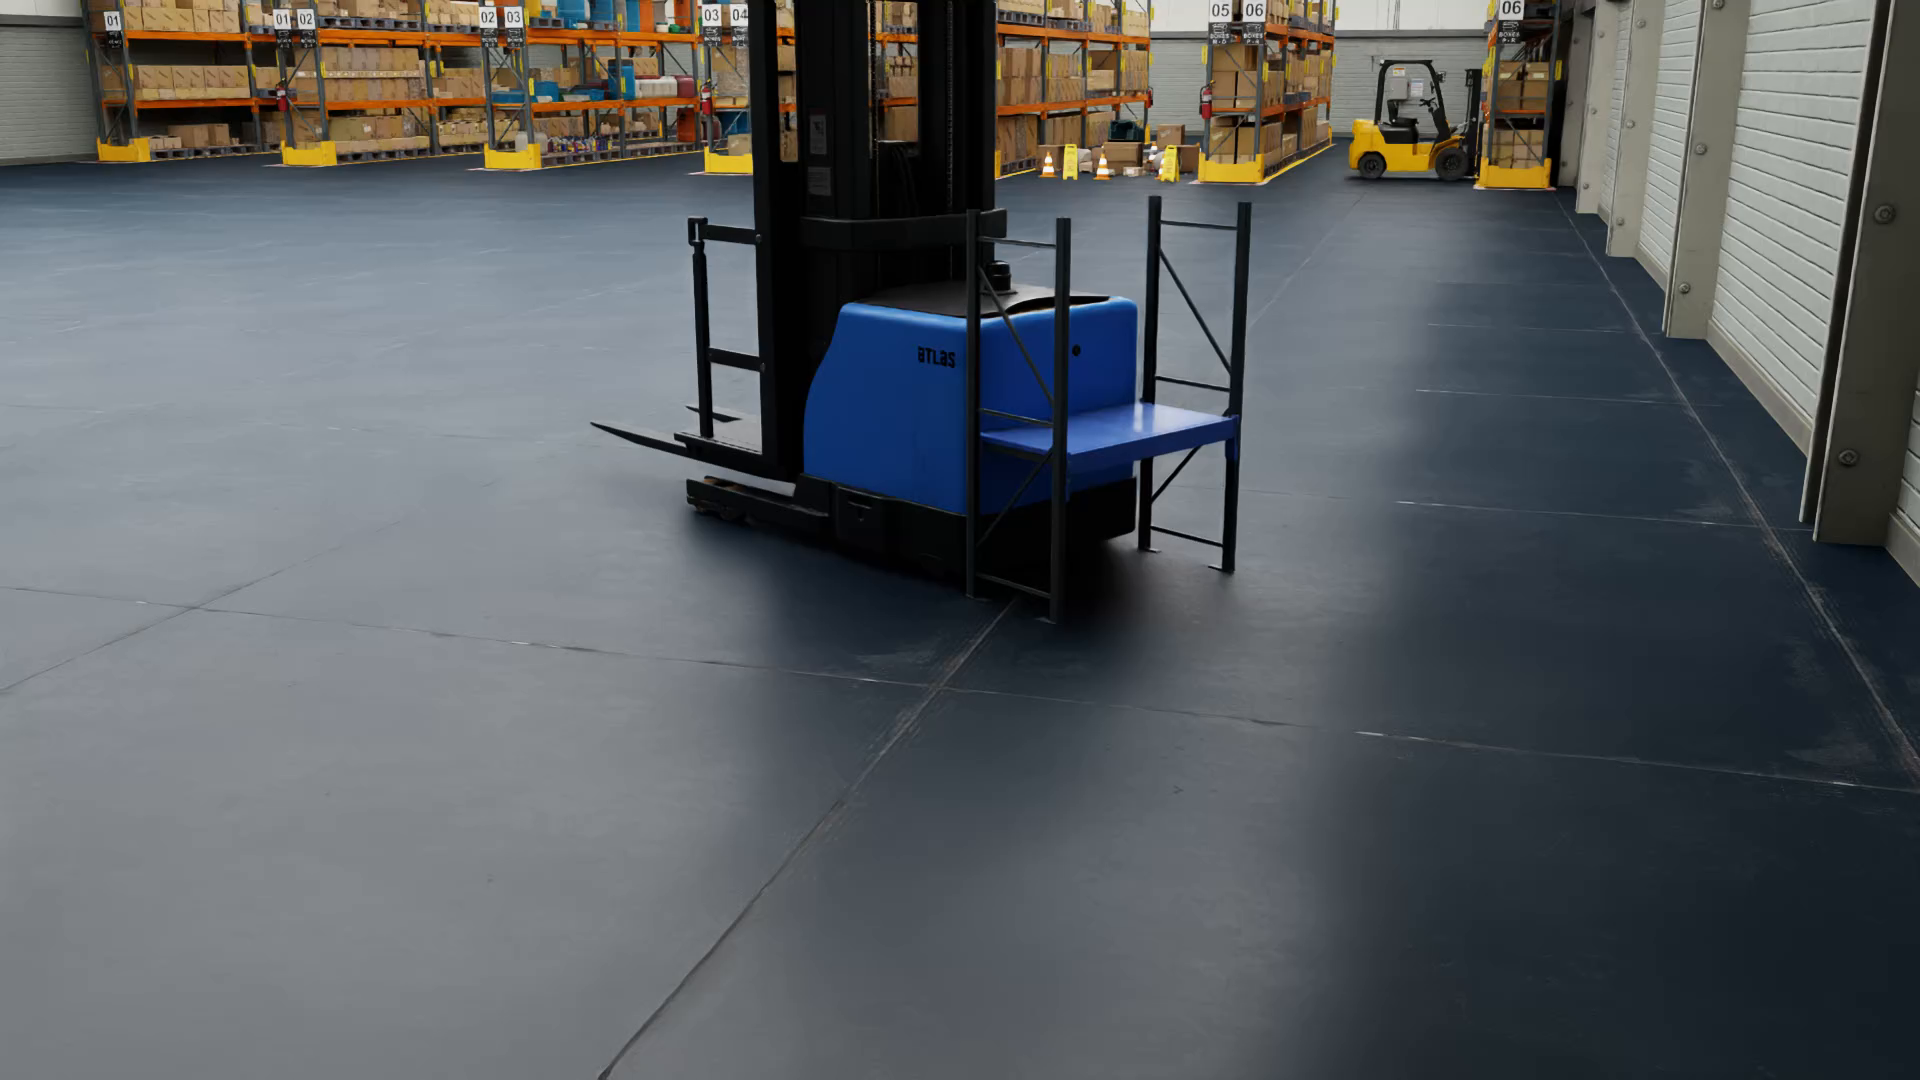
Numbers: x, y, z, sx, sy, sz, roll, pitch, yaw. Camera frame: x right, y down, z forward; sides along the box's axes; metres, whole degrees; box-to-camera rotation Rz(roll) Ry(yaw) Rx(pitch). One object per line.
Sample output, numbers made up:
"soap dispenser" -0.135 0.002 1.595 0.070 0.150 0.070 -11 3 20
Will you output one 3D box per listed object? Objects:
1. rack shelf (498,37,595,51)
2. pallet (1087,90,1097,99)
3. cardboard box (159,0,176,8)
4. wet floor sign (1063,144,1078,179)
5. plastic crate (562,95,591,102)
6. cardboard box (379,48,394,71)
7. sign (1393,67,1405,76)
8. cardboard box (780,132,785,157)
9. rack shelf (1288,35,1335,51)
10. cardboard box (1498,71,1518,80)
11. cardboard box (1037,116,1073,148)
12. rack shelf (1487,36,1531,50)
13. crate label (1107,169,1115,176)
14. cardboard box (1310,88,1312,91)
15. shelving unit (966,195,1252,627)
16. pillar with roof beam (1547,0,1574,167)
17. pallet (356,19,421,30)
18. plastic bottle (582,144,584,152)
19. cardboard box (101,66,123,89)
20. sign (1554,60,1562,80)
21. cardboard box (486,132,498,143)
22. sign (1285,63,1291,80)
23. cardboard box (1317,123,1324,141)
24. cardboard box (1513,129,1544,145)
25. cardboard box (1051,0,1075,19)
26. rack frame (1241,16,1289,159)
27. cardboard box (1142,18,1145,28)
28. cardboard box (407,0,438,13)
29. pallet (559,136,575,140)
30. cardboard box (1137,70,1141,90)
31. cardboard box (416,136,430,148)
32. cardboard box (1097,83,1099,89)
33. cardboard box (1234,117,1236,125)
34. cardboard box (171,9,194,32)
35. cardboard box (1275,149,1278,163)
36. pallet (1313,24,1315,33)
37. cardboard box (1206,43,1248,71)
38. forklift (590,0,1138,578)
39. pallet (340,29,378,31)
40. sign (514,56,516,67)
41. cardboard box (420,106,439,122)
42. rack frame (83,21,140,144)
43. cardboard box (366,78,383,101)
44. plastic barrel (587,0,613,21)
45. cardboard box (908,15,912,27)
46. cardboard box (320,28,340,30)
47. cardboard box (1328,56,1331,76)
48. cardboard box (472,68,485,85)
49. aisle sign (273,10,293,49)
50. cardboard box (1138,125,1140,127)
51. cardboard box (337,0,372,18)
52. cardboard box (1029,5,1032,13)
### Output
"rack shelf" -11.198 -13.278 44.465 1.077 0.370 4.000 5 16 16
"pallet" 2.558 -10.579 39.483 1.213 0.211 1.003 5 16 16
"cardboard box" -18.122 -12.273 37.555 0.500 0.500 0.500 5 17 17
"wet floor sign" 2.074 -7.090 31.144 0.267 0.644 0.232 2 16 6
"plastic crate" -8.373 -9.654 36.353 0.530 0.136 0.437 5 16 16
"cardboard box" -13.308 -10.903 37.712 0.700 0.500 0.500 5 16 16
"sign" 13.064 -13.944 49.481 0.339 0.242 0.001 5 16 16
"cardboard box" -4.016 -8.278 34.829 0.500 0.500 0.500 6 17 21
"rack shelf" 8.937 -12.786 42.733 1.077 0.370 4.000 5 16 16
"cardboard box" 9.549 -8.115 29.072 0.380 0.149 0.250 5 17 17
"cardboard box" 1.953 -9.215 37.676 1.050 0.750 0.750 5 17 17
"rack shelf" 13.697 -12.402 41.380 1.077 0.370 4.000 5 16 16
"crate label" 2.847 -7.070 32.003 0.250 0.136 0.298 -4 16 -13
"cardboard box" 8.033 -10.558 39.330 0.500 0.250 0.500 5 16 16
"shelving unit" 0.579 -0.543 6.497 1.048 1.500 0.538 -14 21 -41
"pillar with roof beam" 8.359 -12.545 35.066 9.100 9.000 0.400 5 16 16
"pallet" -13.120 -11.786 38.051 1.003 0.211 1.213 5 16 16
"plastic bottle" -8.323 -8.637 36.603 0.097 0.201 0.097 0 16 0
"cardboard box" -18.860 -10.385 37.312 0.500 0.500 0.500 4 16 15
"sign" 10.249 -8.053 28.491 0.100 0.325 0.005 5 16 16
"cardboard box" -11.970 -10.113 41.758 0.500 0.250 0.500 5 17 17
"sign" 6.618 -9.450 33.561 0.100 0.325 0.005 5 16 16
"cardboard box" 8.904 -10.526 42.868 0.875 0.438 0.875 4 16 14
"cardboard box" 10.037 -7.114 29.351 0.500 0.250 0.500 4 16 15
"cardboard box" 2.232 -11.742 36.596 0.500 0.500 0.500 5 16 16
"rack frame" 6.096 -9.073 33.821 1.000 3.000 0.127 5 16 16
"cardboard box" 4.700 -13.907 44.726 0.500 0.250 0.500 4 16 14
"cardboard box" -12.690 -12.703 39.252 0.500 0.500 0.500 5 17 17
"pallet" -11.169 -10.826 45.112 1.003 0.211 1.213 5 16 16
"cardboard box" 4.564 -12.356 44.666 0.500 0.500 0.500 5 16 16
"cardboard box" -12.825 -9.352 39.072 0.500 0.250 0.500 5 16 16
"cardboard box" 3.153 -11.007 40.328 0.380 0.149 0.250 5 17 17
"cardboard box" 5.051 -7.975 31.656 0.380 0.149 0.250 5 17 17
"cardboard box" -17.993 -11.932 38.183 0.500 0.500 0.500 6 17 19
"cardboard box" 6.044 -7.637 33.026 0.500 0.250 0.500 4 16 14
"pallet" 7.679 -11.937 38.767 1.003 0.211 1.213 5 17 18
"cardboard box" 4.895 -8.849 30.471 0.700 0.500 0.500 4 16 15
"forklift" -0.632 -1.584 7.542 1.130 2.935 3.031 -15 22 -43
"pallet" -16.384 -13.565 44.507 1.213 0.211 1.003 5 17 18
"sign" -13.727 -14.759 51.310 0.100 0.325 0.005 5 16 16
"cardboard box" -15.440 -12.075 47.573 0.750 0.750 0.750 5 17 17
"rack frame" -18.790 -9.947 36.903 1.000 3.000 0.127 5 16 16
"cardboard box" -13.457 -10.139 37.394 0.700 0.500 0.500 5 17 18
"plastic barrel" -8.218 -12.060 37.935 0.600 0.901 0.708 5 16 16
"cardboard box" -1.530 -13.257 42.467 0.500 0.311 0.500 4 16 14
"cardboard box" -16.462 -13.241 43.144 0.500 0.311 0.500 5 16 16
"cardboard box" 9.477 -12.458 43.739 0.500 0.500 0.500 5 16 16
"cardboard box" -14.800 -13.754 49.772 0.980 0.700 0.700 4 16 13
"aisle sign" -14.340 -10.821 35.217 0.394 0.787 0.004 5 16 16
"cardboard box" 4.709 -11.247 45.396 0.380 0.149 0.250 4 16 14
"cardboard box" -13.305 -11.738 36.510 0.500 0.500 0.500 5 16 16
"cardboard box" 1.236 -10.617 33.275 0.380 0.149 0.250 5 17 17
